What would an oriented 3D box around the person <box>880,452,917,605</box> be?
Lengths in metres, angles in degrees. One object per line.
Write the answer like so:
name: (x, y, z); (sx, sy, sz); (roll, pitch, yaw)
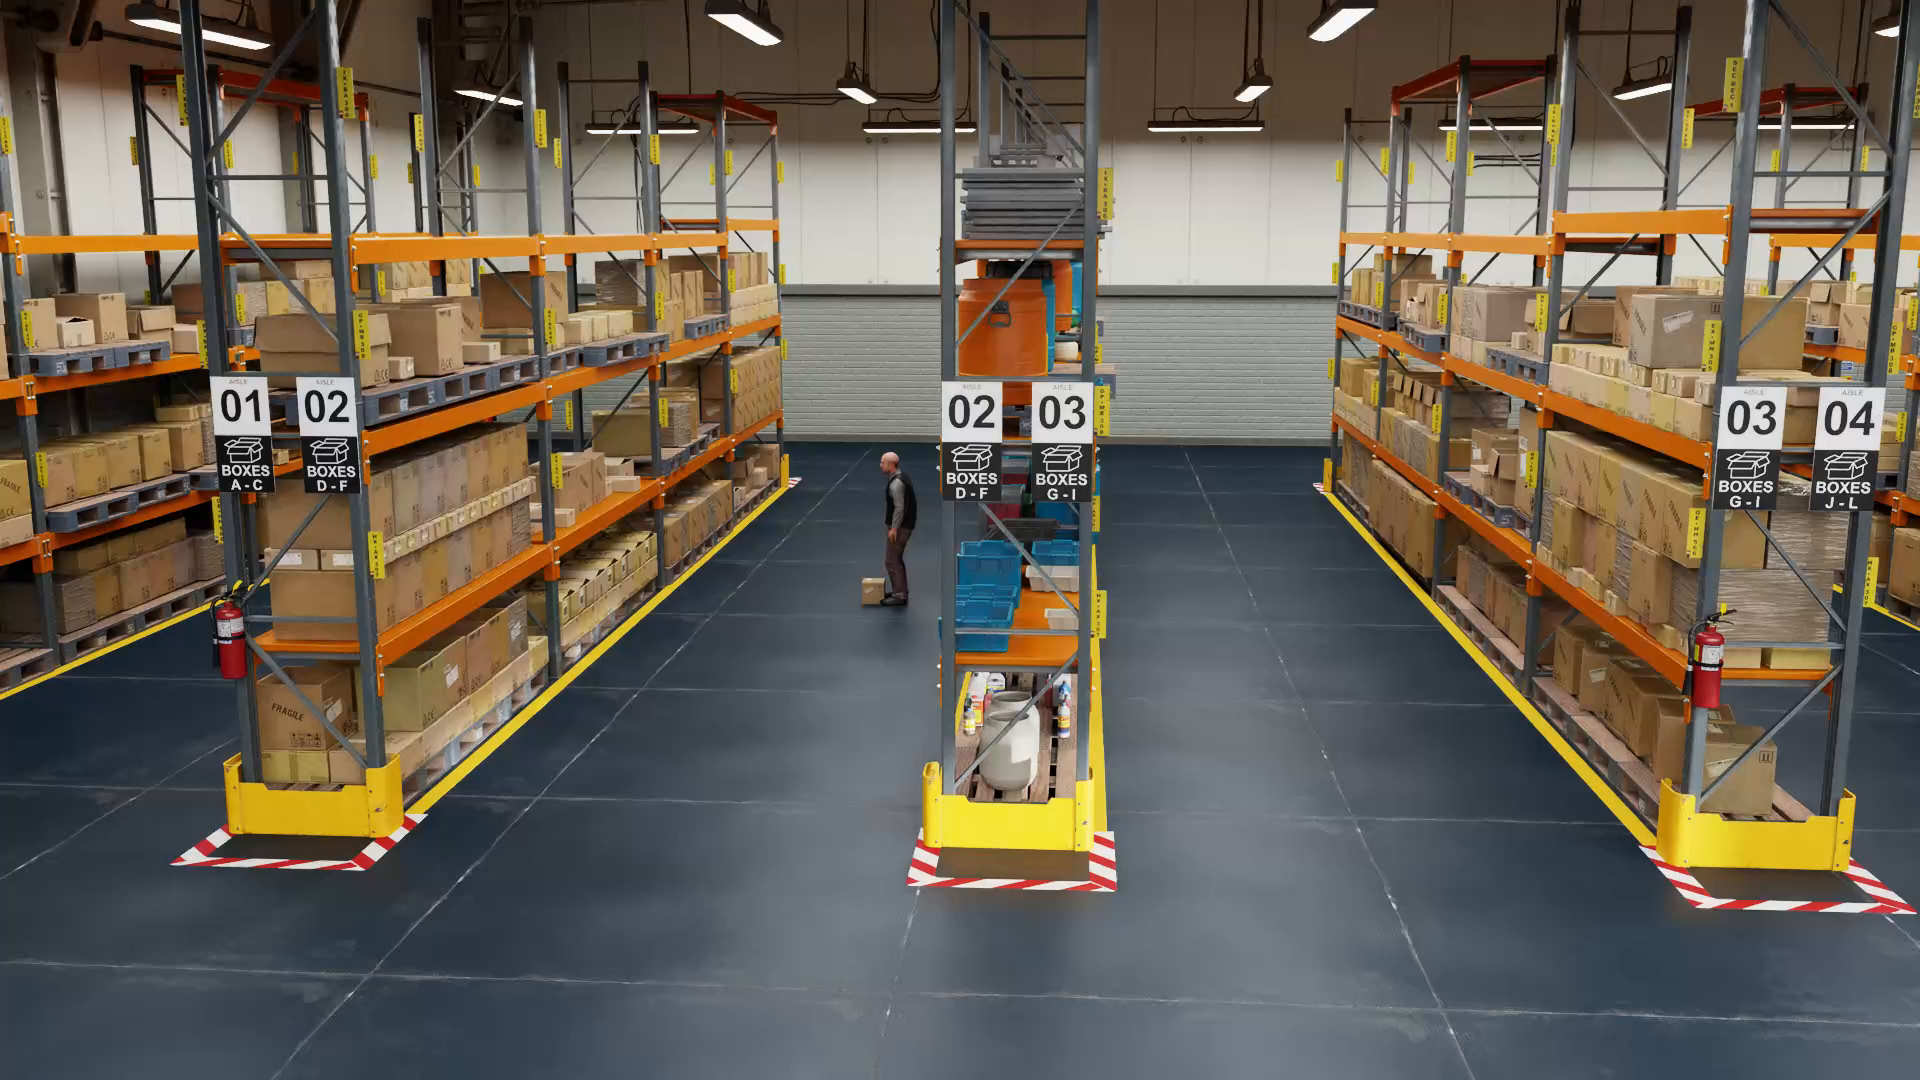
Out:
person: (-0.697, -0.138, 18.724); (0.420, 1.720, 0.591); (0, 11, 0)
